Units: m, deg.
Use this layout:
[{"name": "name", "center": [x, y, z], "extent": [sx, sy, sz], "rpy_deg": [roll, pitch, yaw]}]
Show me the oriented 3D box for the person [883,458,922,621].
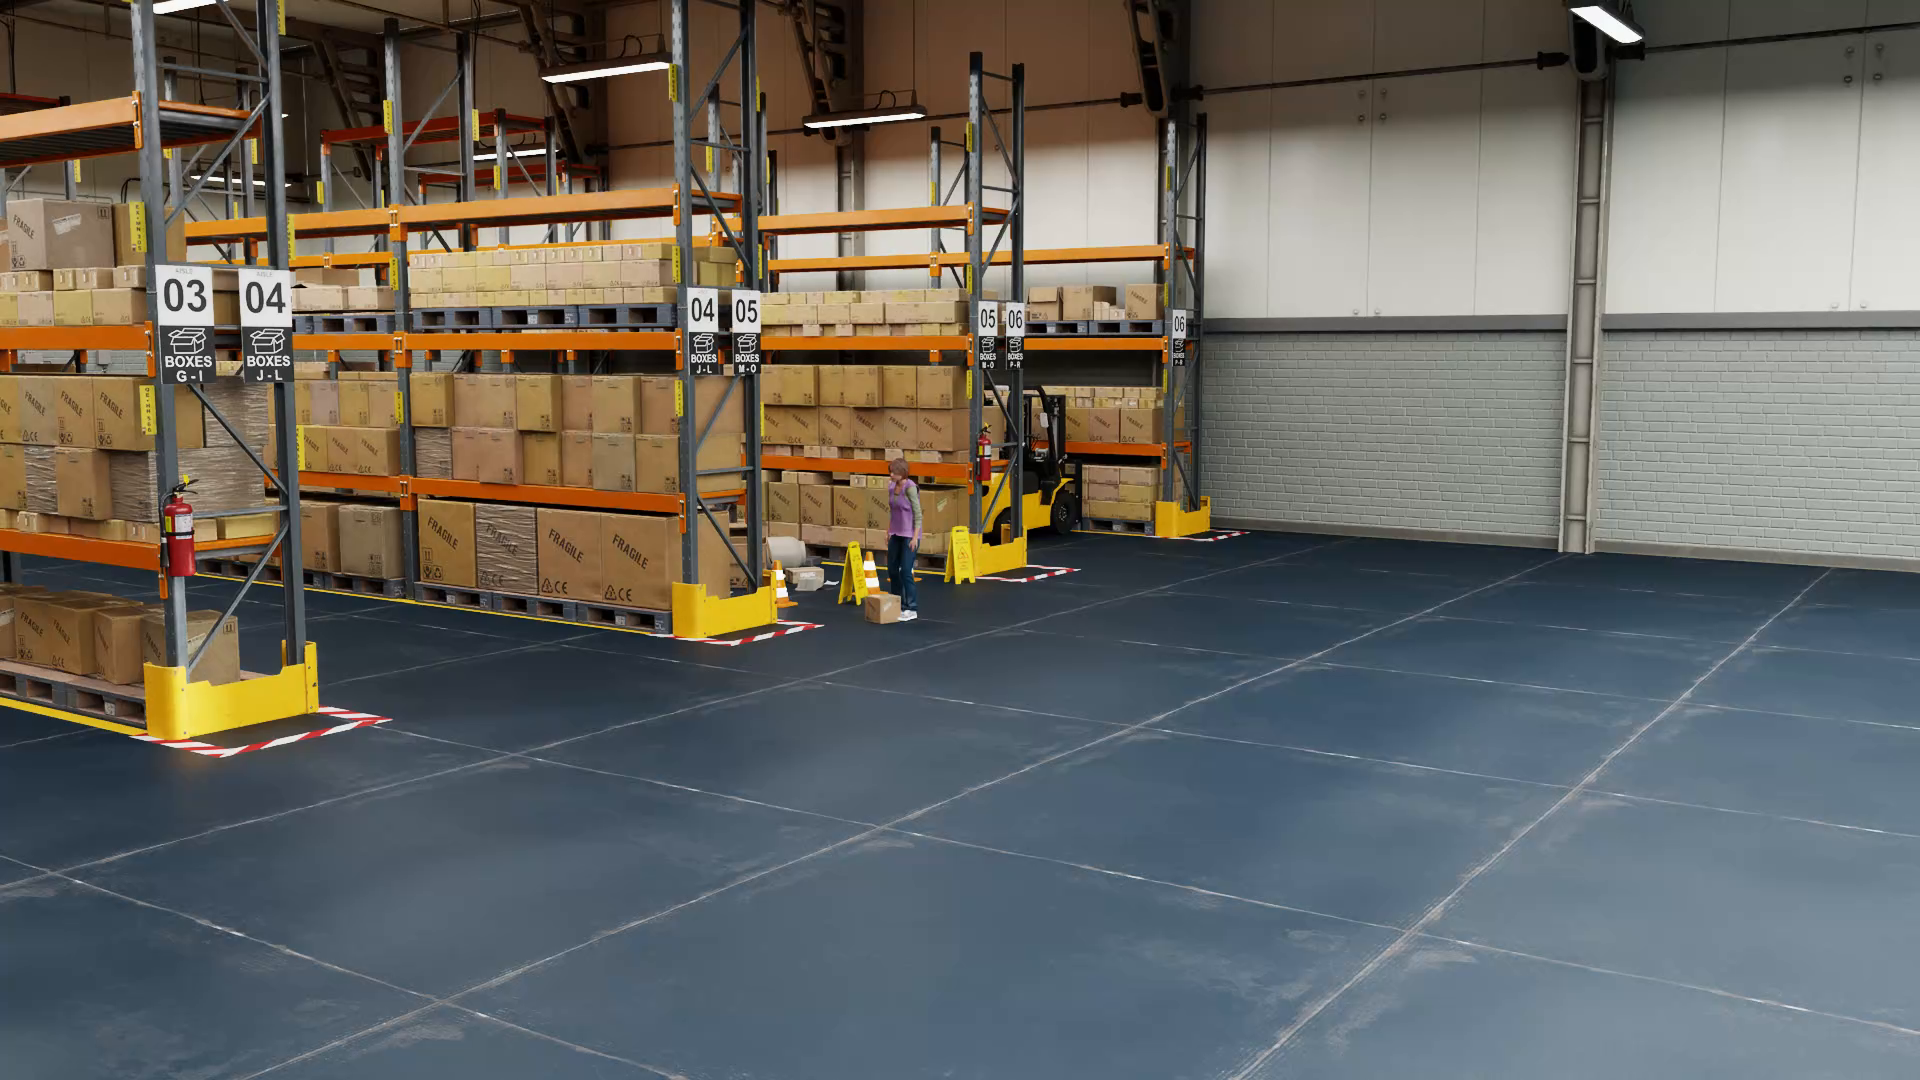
[{"name": "person", "center": [-0.567, -0.015, 16.326], "extent": [0.343, 1.593, 0.481], "rpy_deg": [-6, 9, -40]}]
